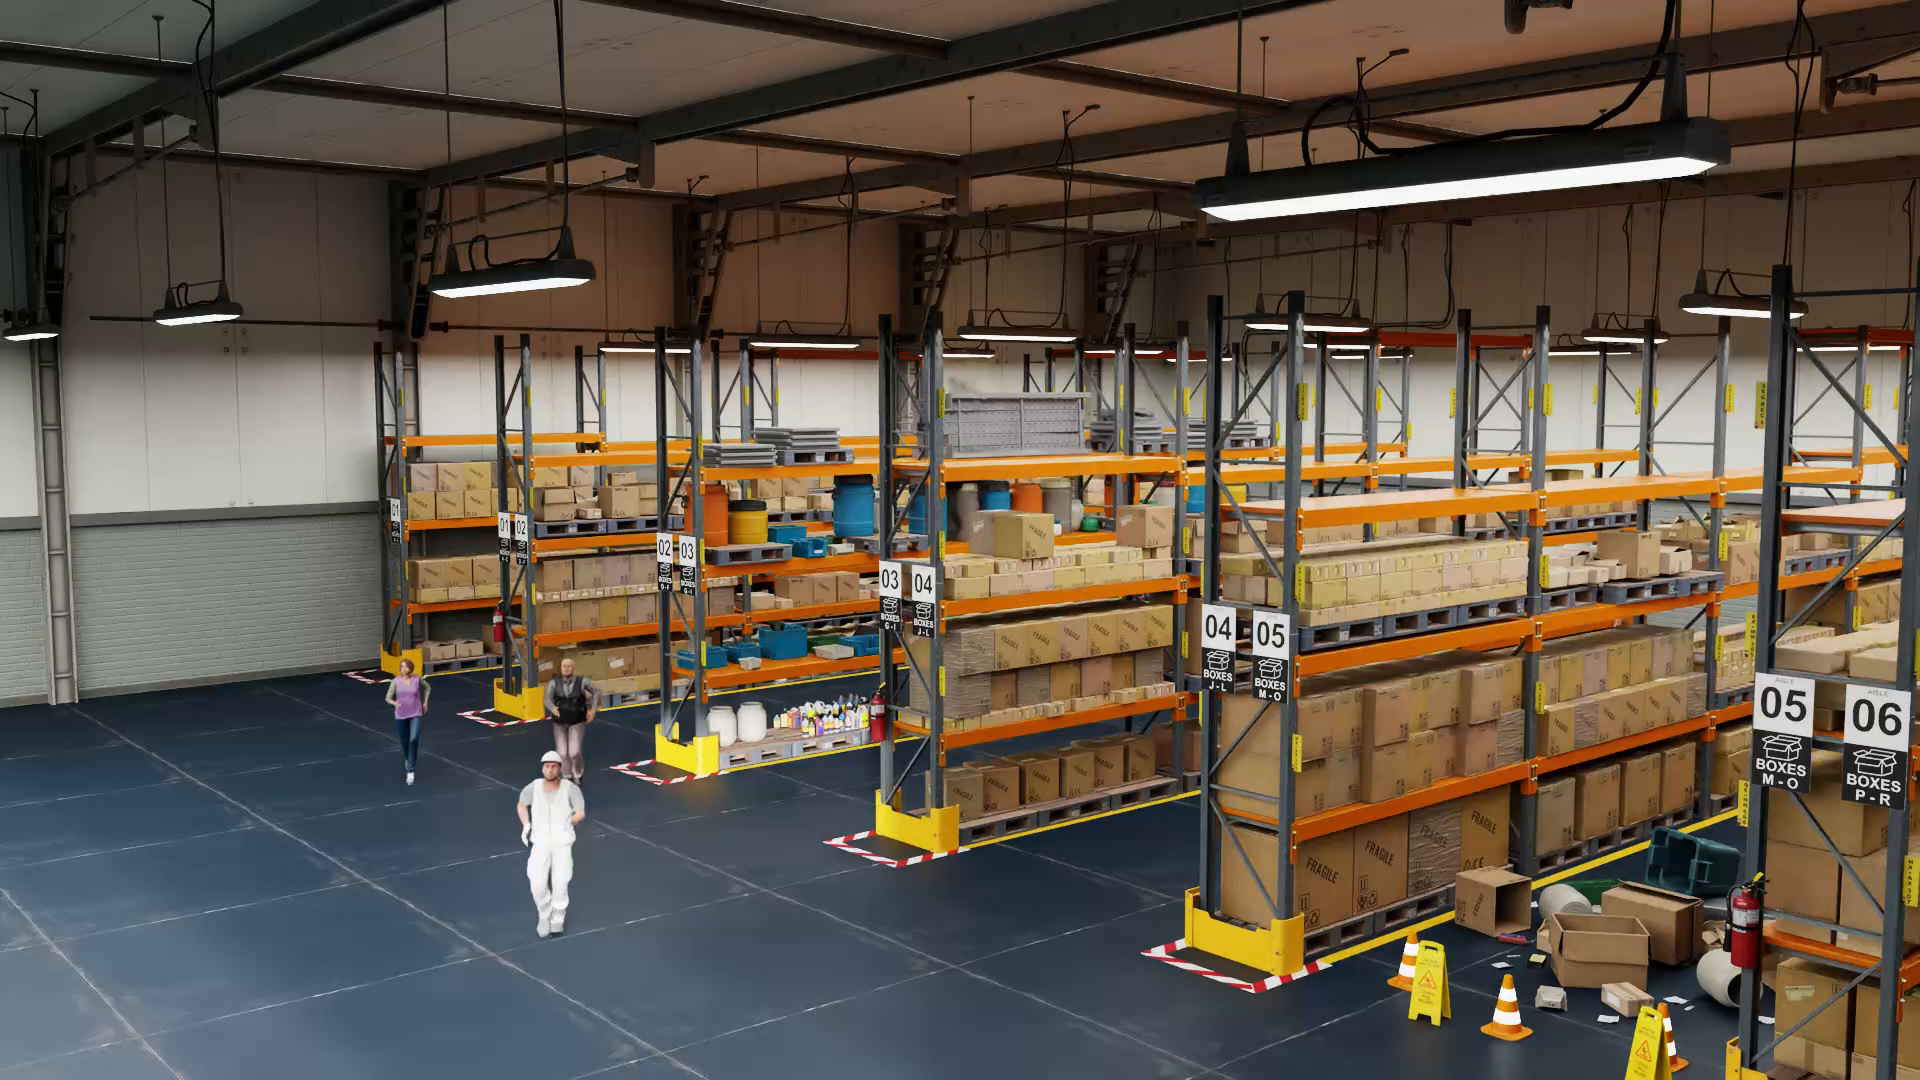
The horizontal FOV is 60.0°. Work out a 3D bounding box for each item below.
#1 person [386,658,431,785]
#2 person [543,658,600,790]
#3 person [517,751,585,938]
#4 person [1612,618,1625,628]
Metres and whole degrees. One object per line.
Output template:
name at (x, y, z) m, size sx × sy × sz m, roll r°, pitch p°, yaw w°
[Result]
person at (-7.304, 2.361, 22.019) m, size 0.550 × 1.614 × 0.860 m, roll -1°, pitch 5°, yaw -11°
person at (-4.997, 2.386, 21.349) m, size 0.681 × 1.738 × 0.688 m, roll 0°, pitch 5°, yaw -2°
person at (-3.830, 2.865, 15.554) m, size 0.640 × 1.767 × 0.619 m, roll -1°, pitch 5°, yaw -9°
person at (10.103, 2.020, 25.600) m, size 0.579 × 1.711 × 0.764 m, roll 4°, pitch 6°, yaw 36°
